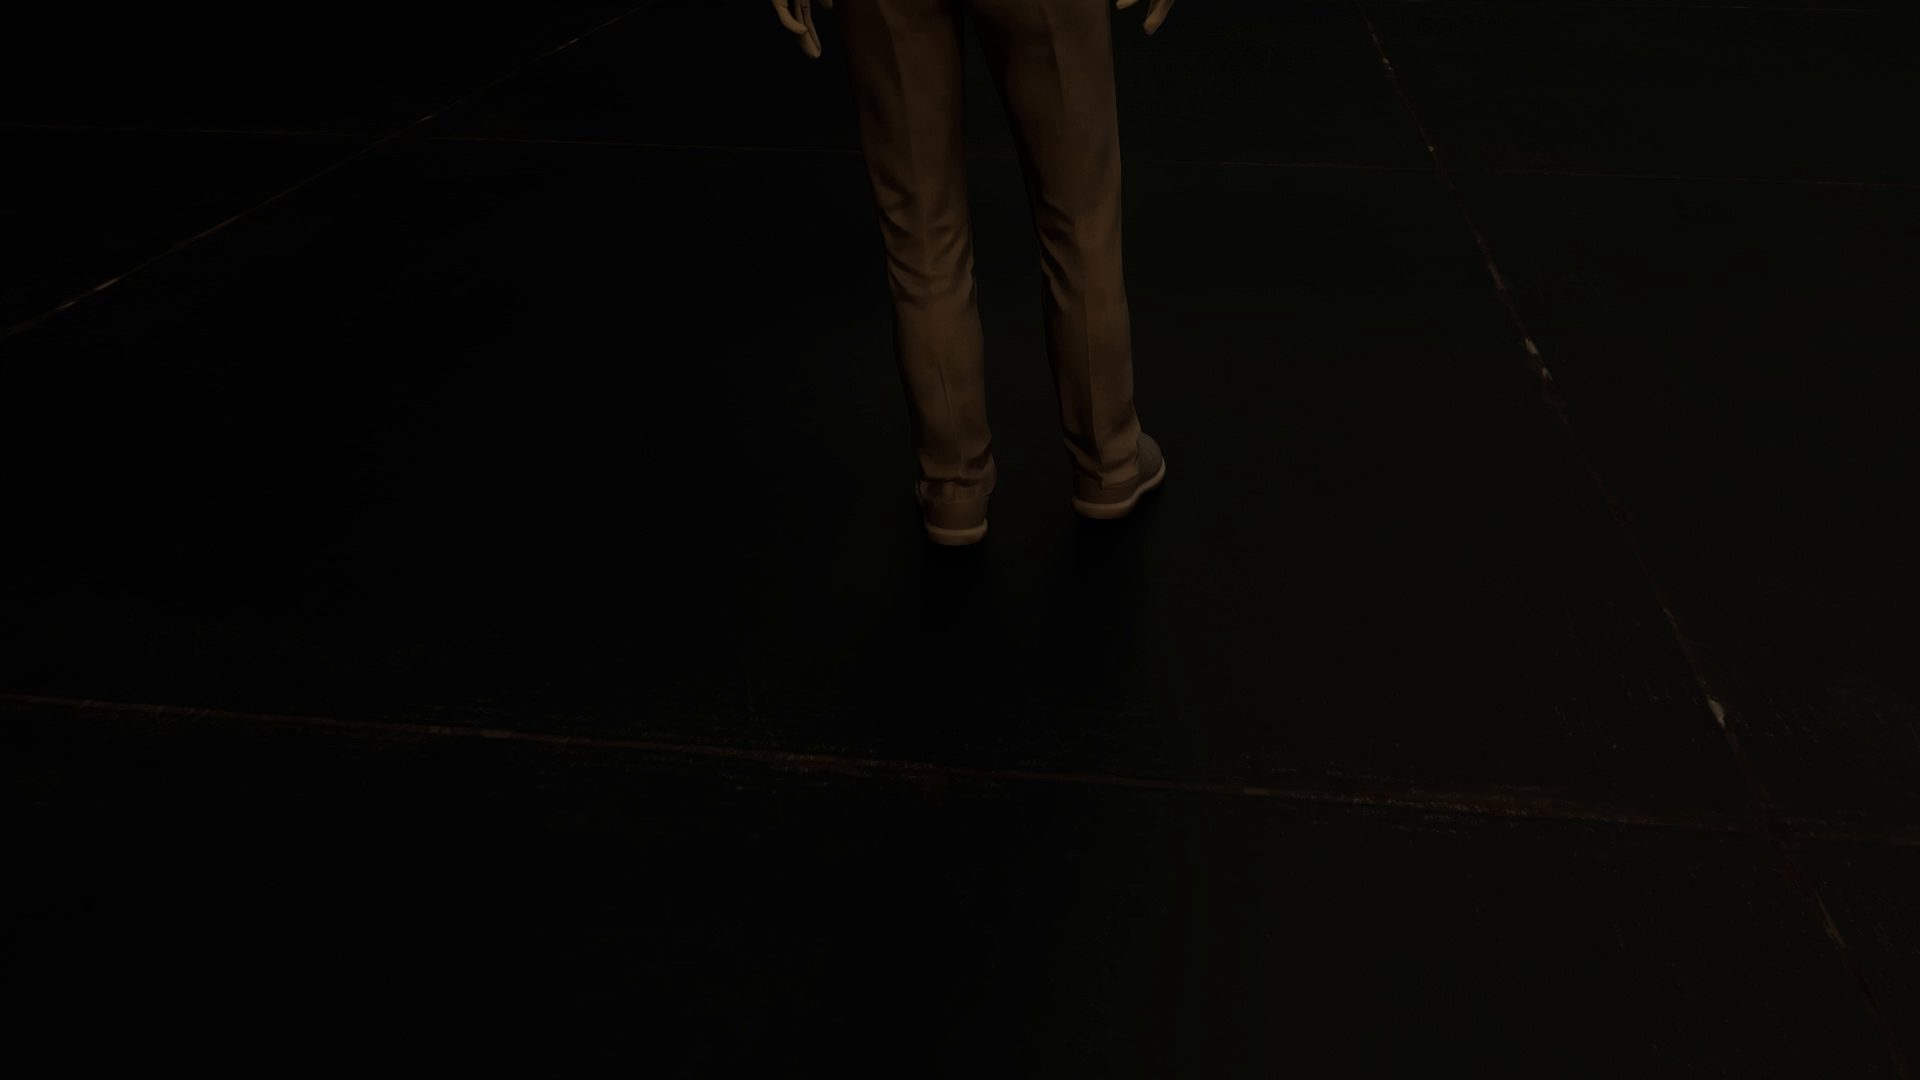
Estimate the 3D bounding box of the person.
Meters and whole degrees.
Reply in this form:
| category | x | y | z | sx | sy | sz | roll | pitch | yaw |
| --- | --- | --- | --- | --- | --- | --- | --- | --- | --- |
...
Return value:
| category | x | y | z | sx | sy | sz | roll | pitch | yaw |
| --- | --- | --- | --- | --- | --- | --- | --- | --- | --- |
| person | 0.016 | -0.795 | 2.179 | 0.586 | 1.694 | 0.530 | 3 | 27 | 7 |
